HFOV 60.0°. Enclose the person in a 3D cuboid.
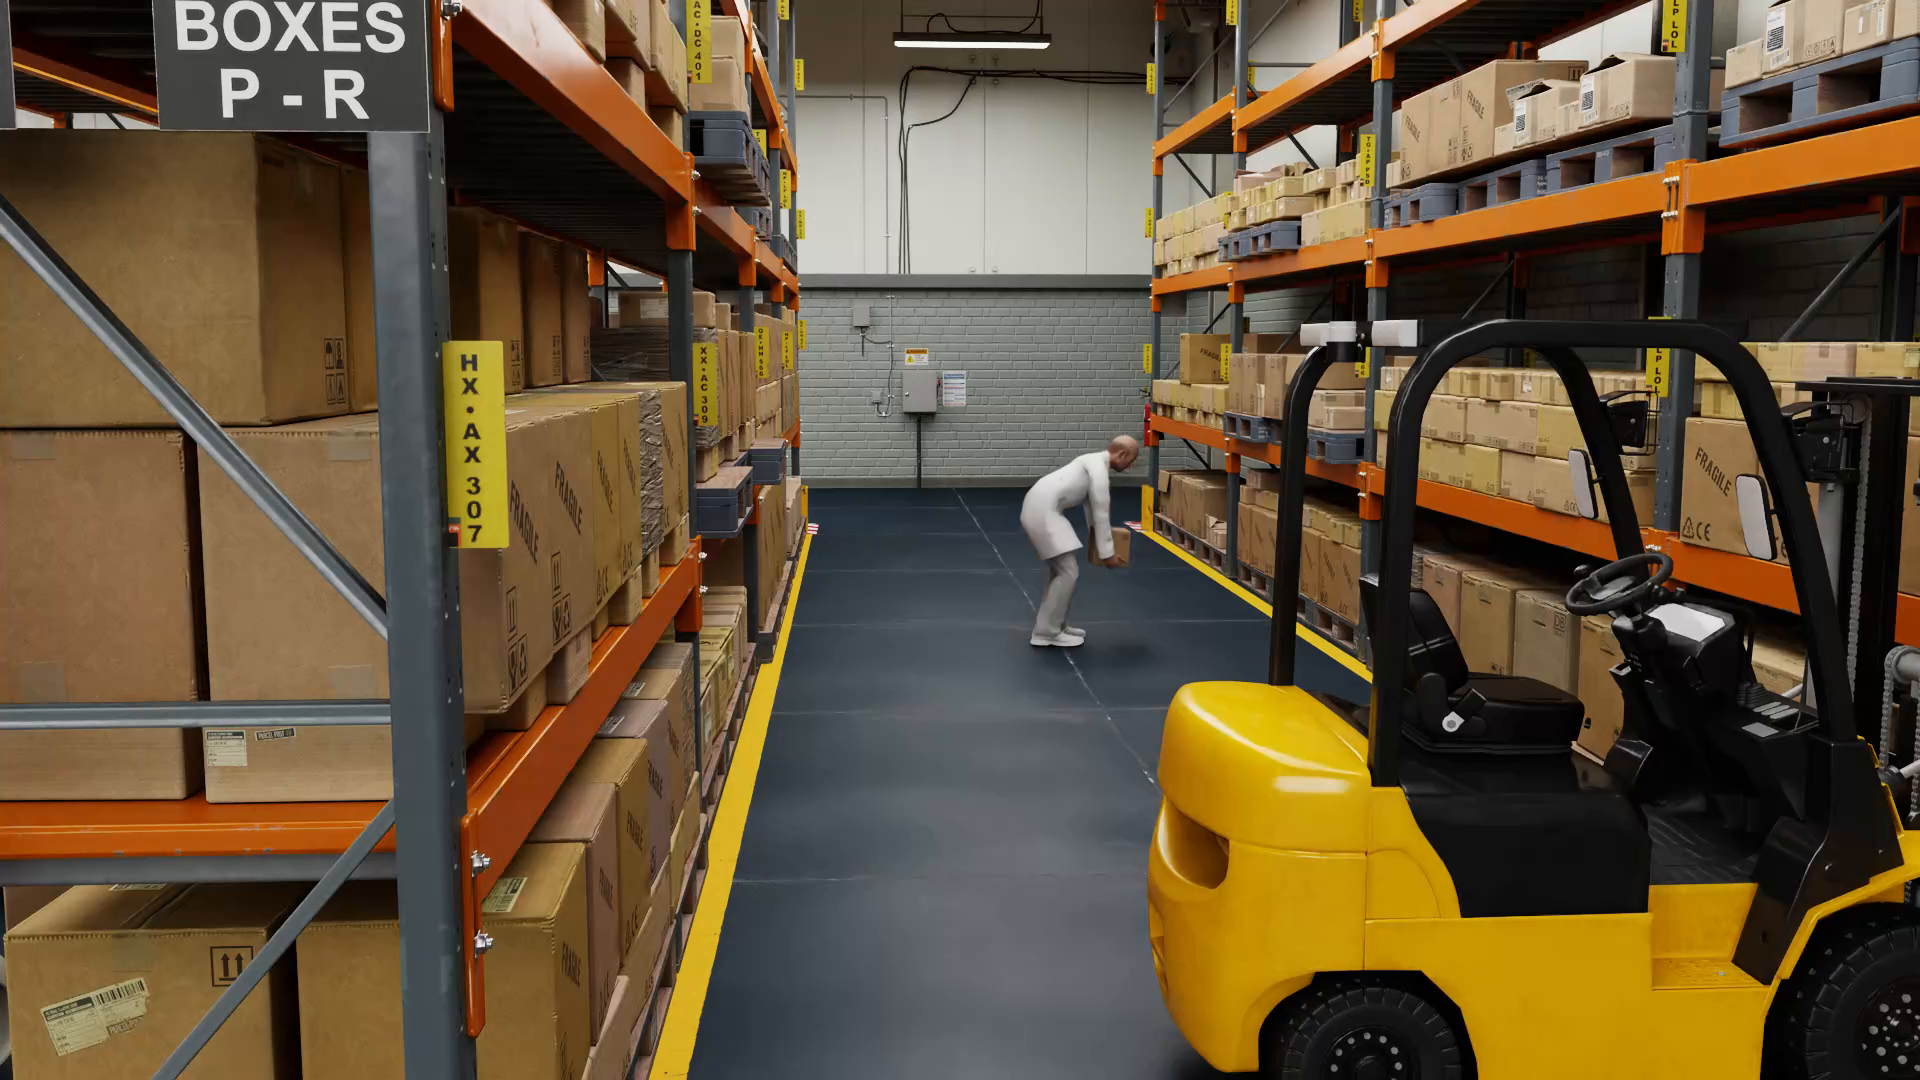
[{"bbox_3d":[0.842,0.052,11.674,0.834,1.358,0.550,-1,7,-5],"label":"person"}]
